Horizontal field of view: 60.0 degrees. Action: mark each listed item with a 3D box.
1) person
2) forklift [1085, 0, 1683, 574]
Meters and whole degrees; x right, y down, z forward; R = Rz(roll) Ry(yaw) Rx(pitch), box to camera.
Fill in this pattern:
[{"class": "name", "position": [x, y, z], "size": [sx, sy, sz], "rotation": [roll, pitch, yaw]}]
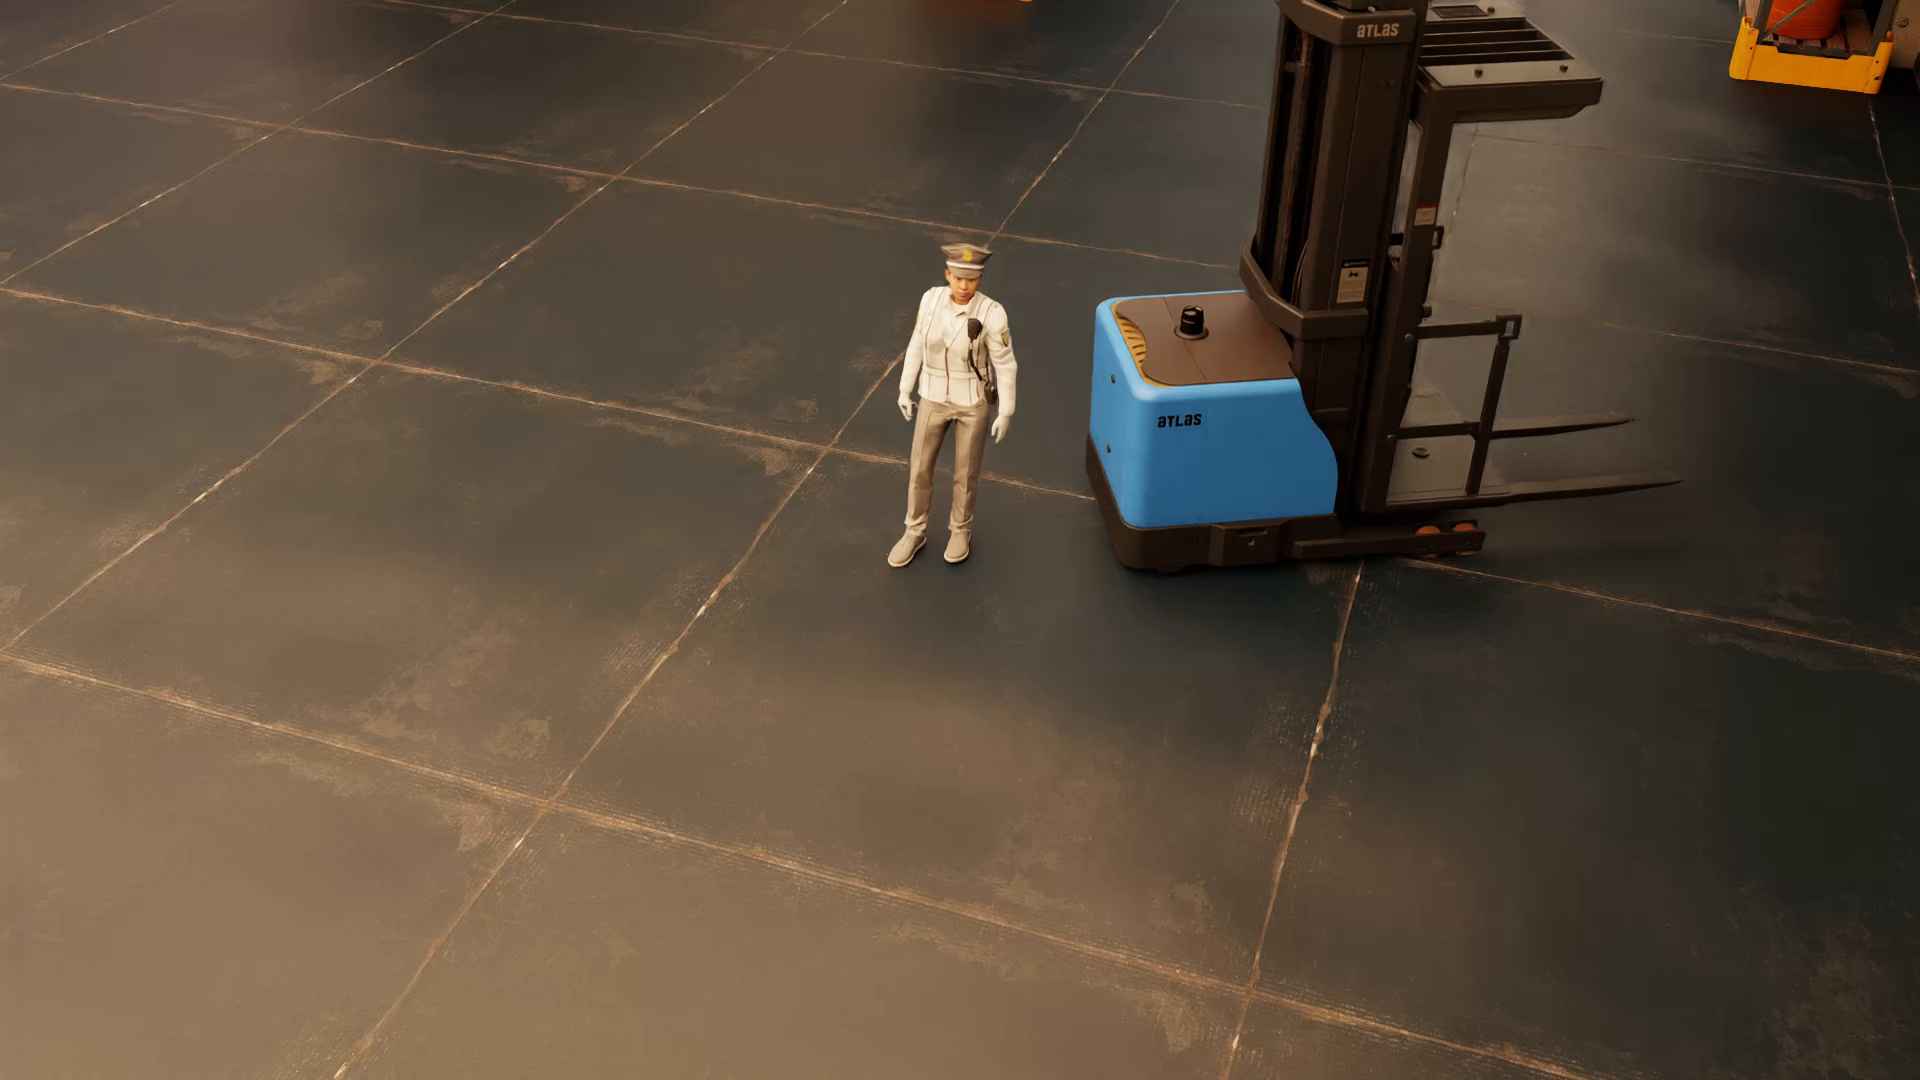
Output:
[{"class": "person", "position": [-0.027, -0.638, 8.083], "size": [0.598, 1.693, 0.497], "rotation": [11, 37, 15]}, {"class": "forklift", "position": [2.242, -1.401, 8.087], "size": [3.031, 2.935, 1.130], "rotation": [-4, 36, -6]}]
